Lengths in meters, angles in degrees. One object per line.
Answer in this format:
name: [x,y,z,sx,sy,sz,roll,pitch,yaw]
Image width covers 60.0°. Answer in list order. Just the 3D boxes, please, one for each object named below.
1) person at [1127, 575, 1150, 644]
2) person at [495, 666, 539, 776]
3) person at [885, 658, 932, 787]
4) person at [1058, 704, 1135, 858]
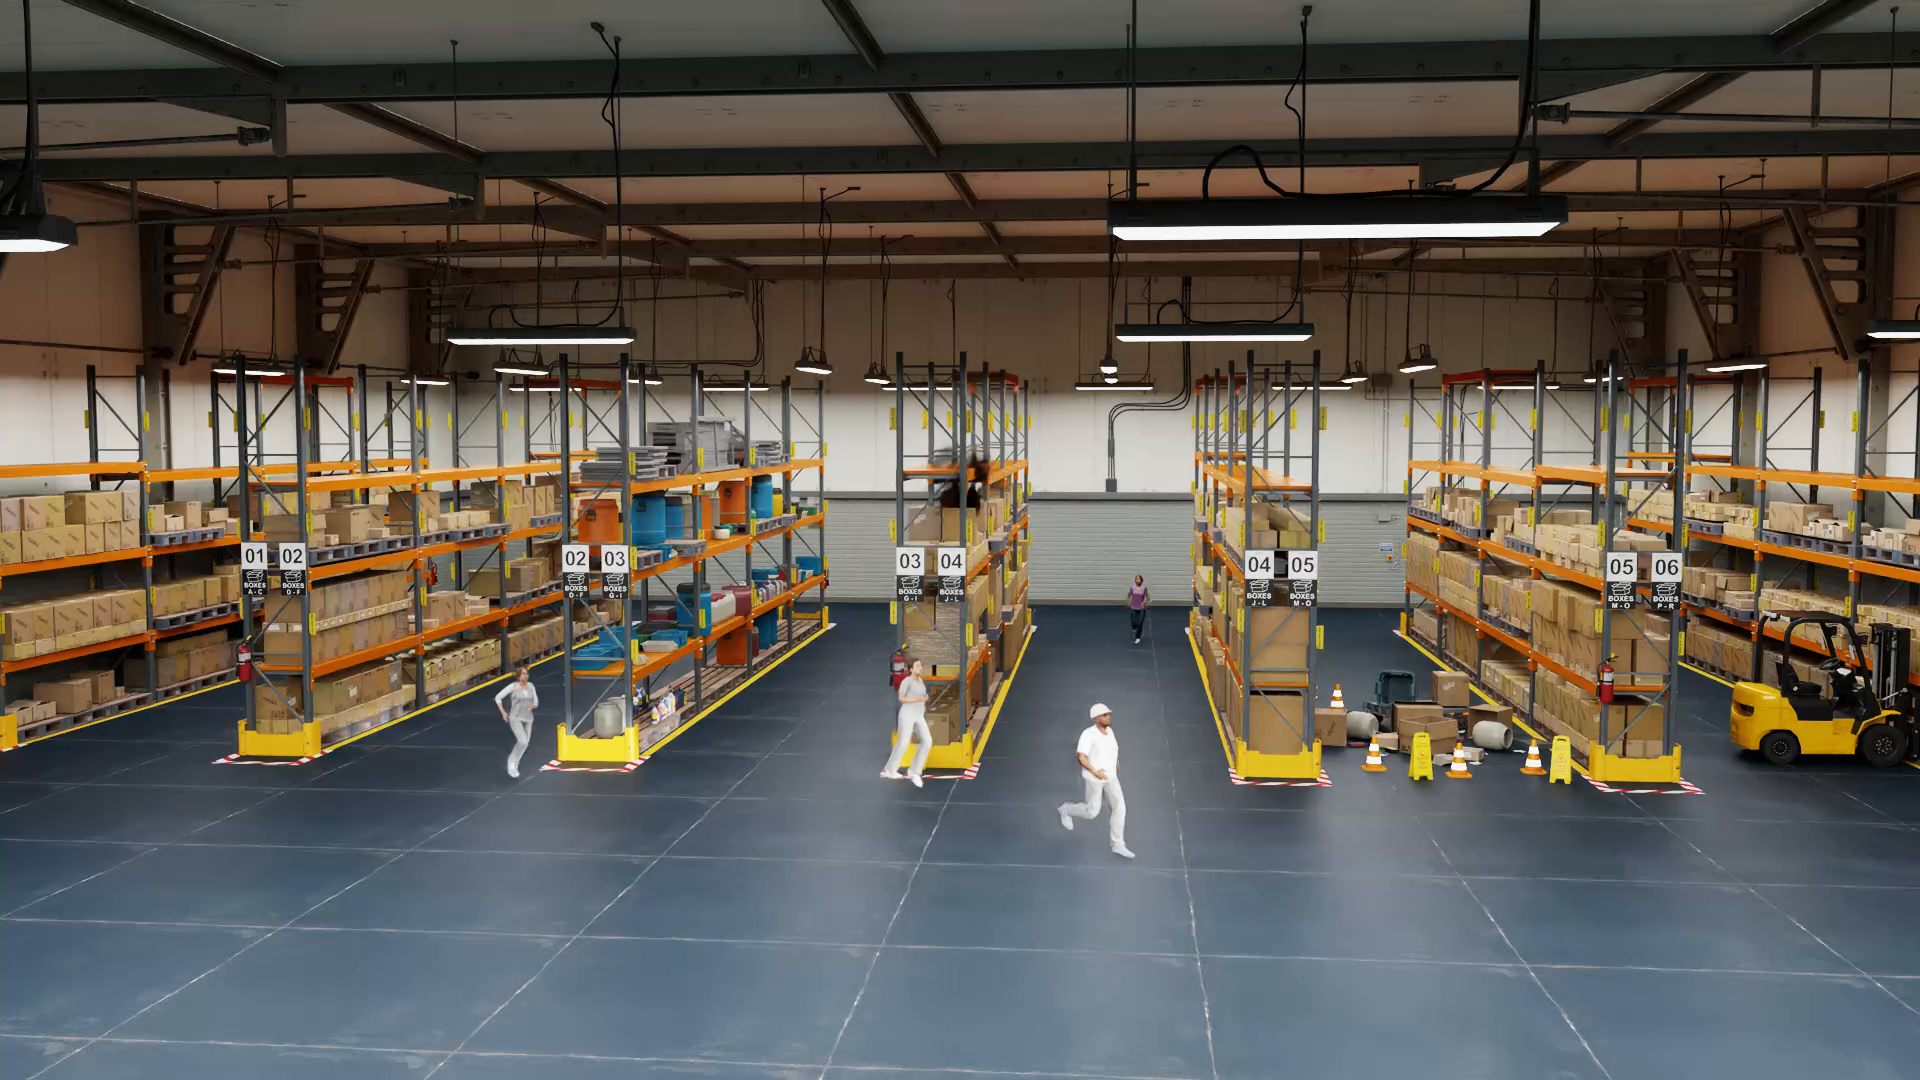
person: [4.024,1.564,37.595,0.538,1.551,0.541,1,4,10]
person: [-6.174,2.556,23.414,0.530,1.547,0.538,4,5,42]
person: [-0.638,2.435,22.350,0.720,1.705,0.567,4,6,44]
person: [1.602,2.779,19.401,0.678,1.751,1.035,-4,6,-44]
